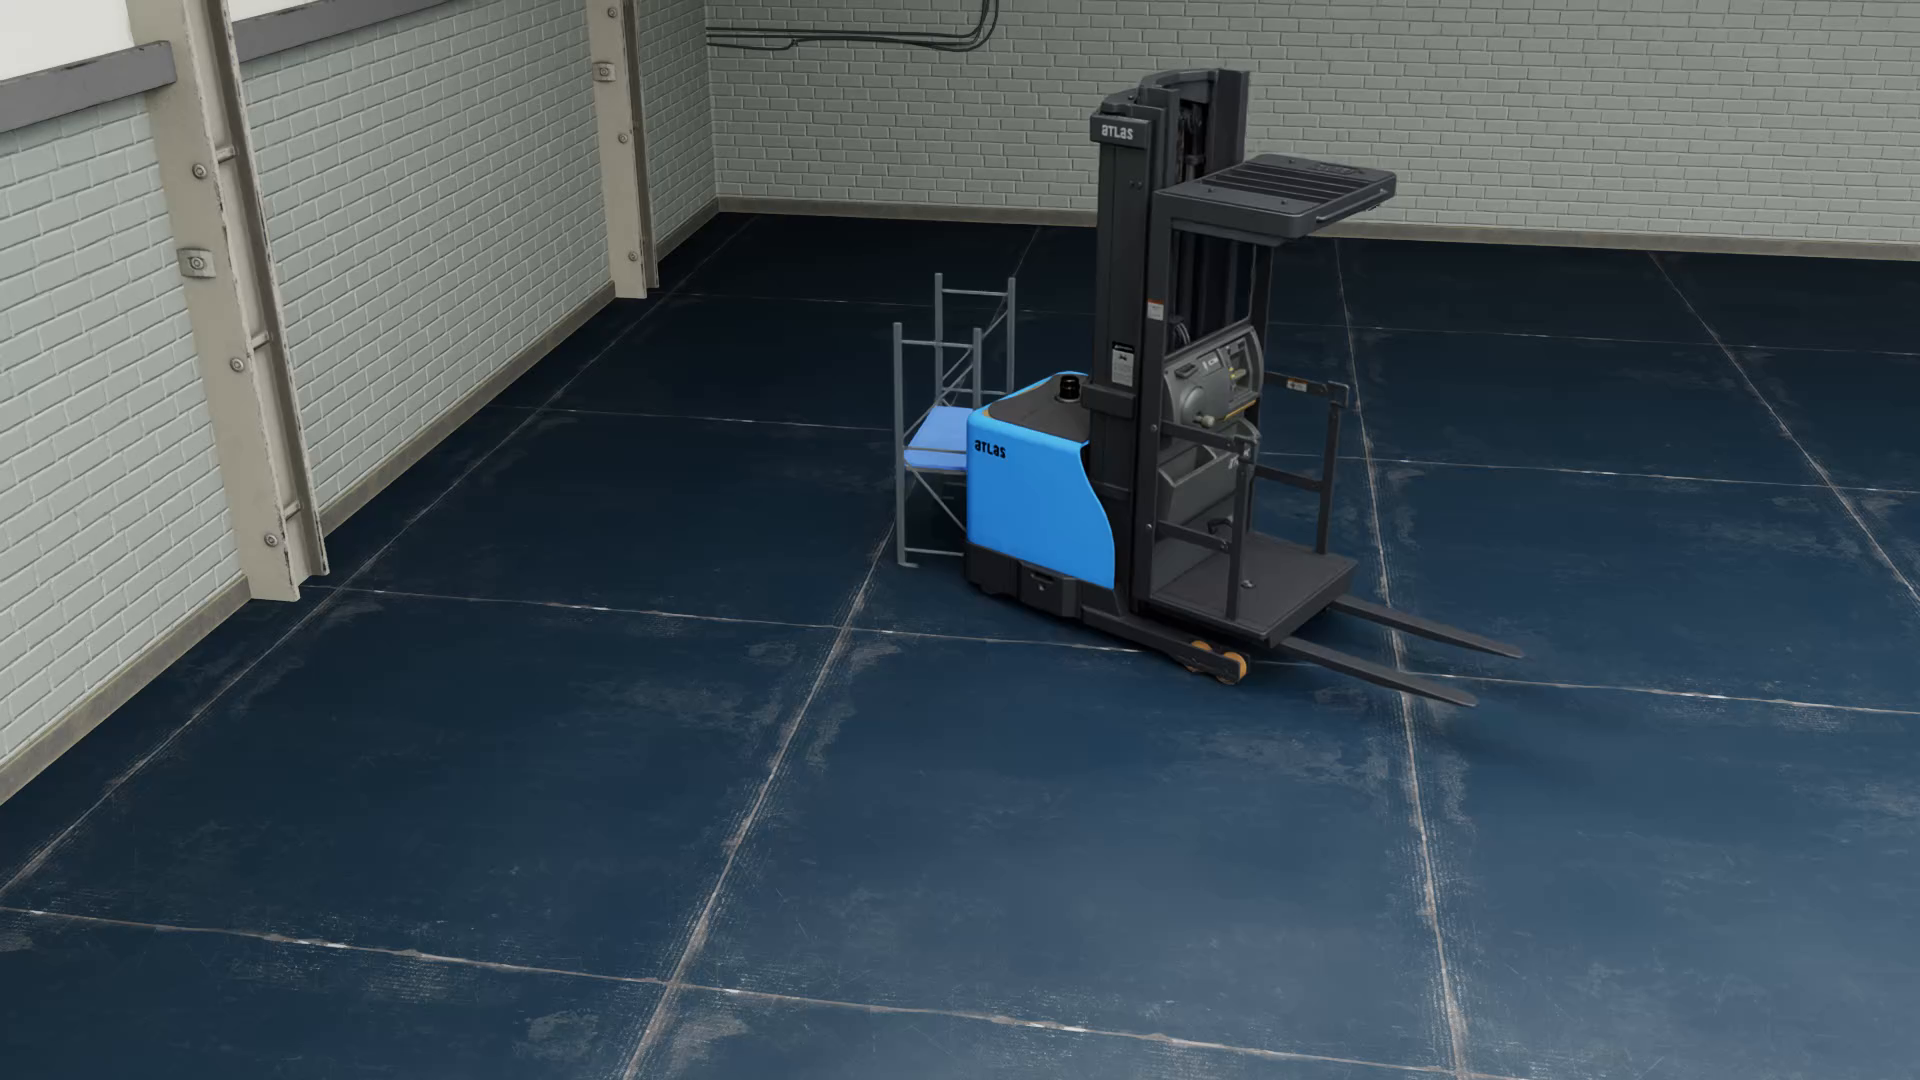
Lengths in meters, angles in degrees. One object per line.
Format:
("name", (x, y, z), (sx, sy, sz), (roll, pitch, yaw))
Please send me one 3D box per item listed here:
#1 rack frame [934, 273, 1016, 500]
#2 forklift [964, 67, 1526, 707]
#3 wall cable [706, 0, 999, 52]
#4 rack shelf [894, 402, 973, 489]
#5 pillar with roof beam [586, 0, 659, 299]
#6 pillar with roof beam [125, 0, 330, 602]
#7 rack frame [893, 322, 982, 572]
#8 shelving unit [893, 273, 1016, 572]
("rack frame", (0.091, -0.934, 10.475), (0.500, 1.500, 0.032), (5, 26, 11))
("forklift", (1.492, -0.831, 8.568), (3.031, 2.935, 1.130), (18, 31, 34))
("wall cable", (-1.149, -6.061, 16.246), (3.097, 2.526, 0.112), (4, 25, 9))
("rack shelf", (-0.018, -0.560, 10.102), (0.538, 0.185, 1.000), (5, 26, 11))
("pillar with roof beam", (1.313, -6.028, 12.514), (9.100, 9.000, 0.400), (4, 25, 9))
("pillar with roof beam", (0.332, -3.519, 7.153), (9.100, 9.000, 0.400), (4, 25, 9))
("rack frame", (-0.127, -0.513, 9.576), (0.500, 1.500, 0.032), (5, 26, 11))
("shelving unit", (-0.018, -0.723, 10.026), (0.538, 1.500, 1.048), (5, 26, 11))
